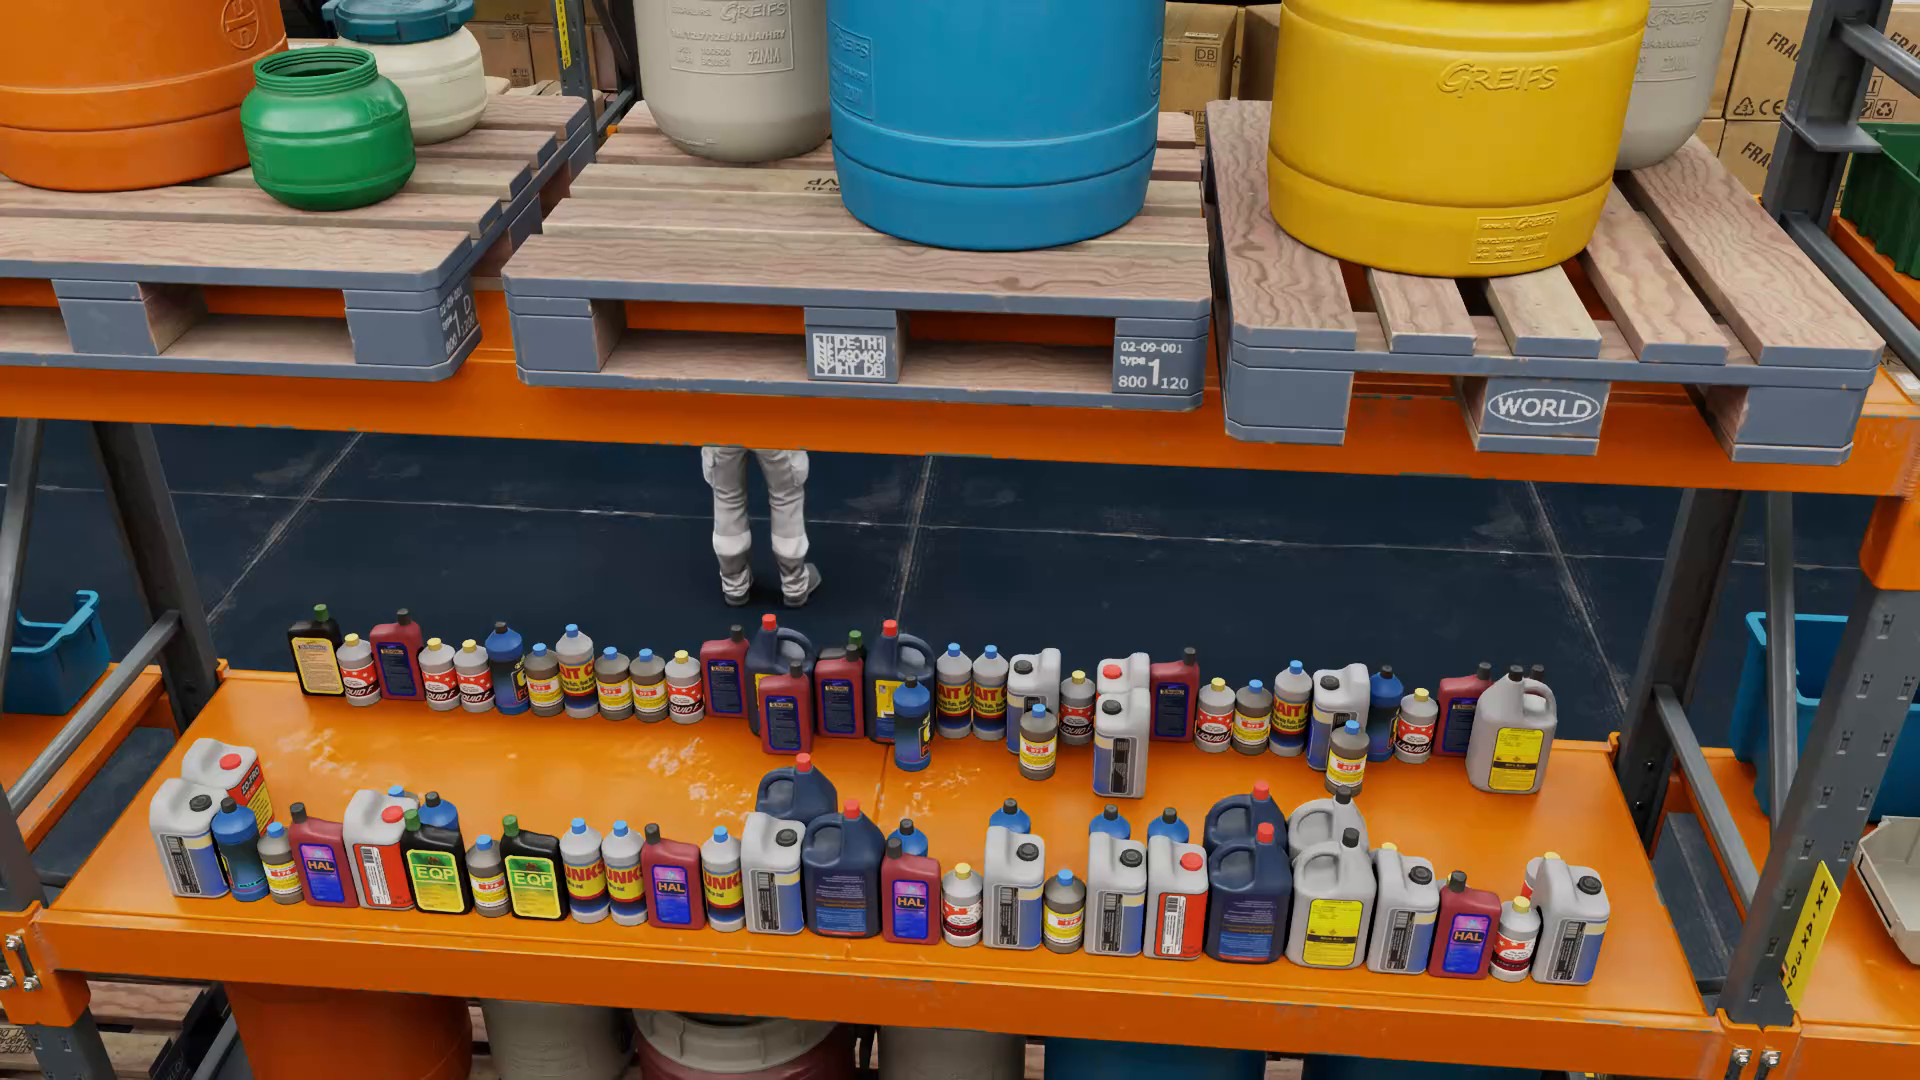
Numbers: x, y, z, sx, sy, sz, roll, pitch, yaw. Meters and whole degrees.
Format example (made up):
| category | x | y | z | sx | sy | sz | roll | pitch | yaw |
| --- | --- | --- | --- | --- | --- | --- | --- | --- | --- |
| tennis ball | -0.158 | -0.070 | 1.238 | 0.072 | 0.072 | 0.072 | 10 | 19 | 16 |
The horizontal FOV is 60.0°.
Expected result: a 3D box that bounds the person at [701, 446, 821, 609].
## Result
| category | x | y | z | sx | sy | sz | roll | pitch | yaw |
| --- | --- | --- | --- | --- | --- | --- | --- | --- | --- |
| person | -0.881 | -0.539 | 6.982 | 0.531 | 1.793 | 0.486 | 2 | 32 | 3 |
